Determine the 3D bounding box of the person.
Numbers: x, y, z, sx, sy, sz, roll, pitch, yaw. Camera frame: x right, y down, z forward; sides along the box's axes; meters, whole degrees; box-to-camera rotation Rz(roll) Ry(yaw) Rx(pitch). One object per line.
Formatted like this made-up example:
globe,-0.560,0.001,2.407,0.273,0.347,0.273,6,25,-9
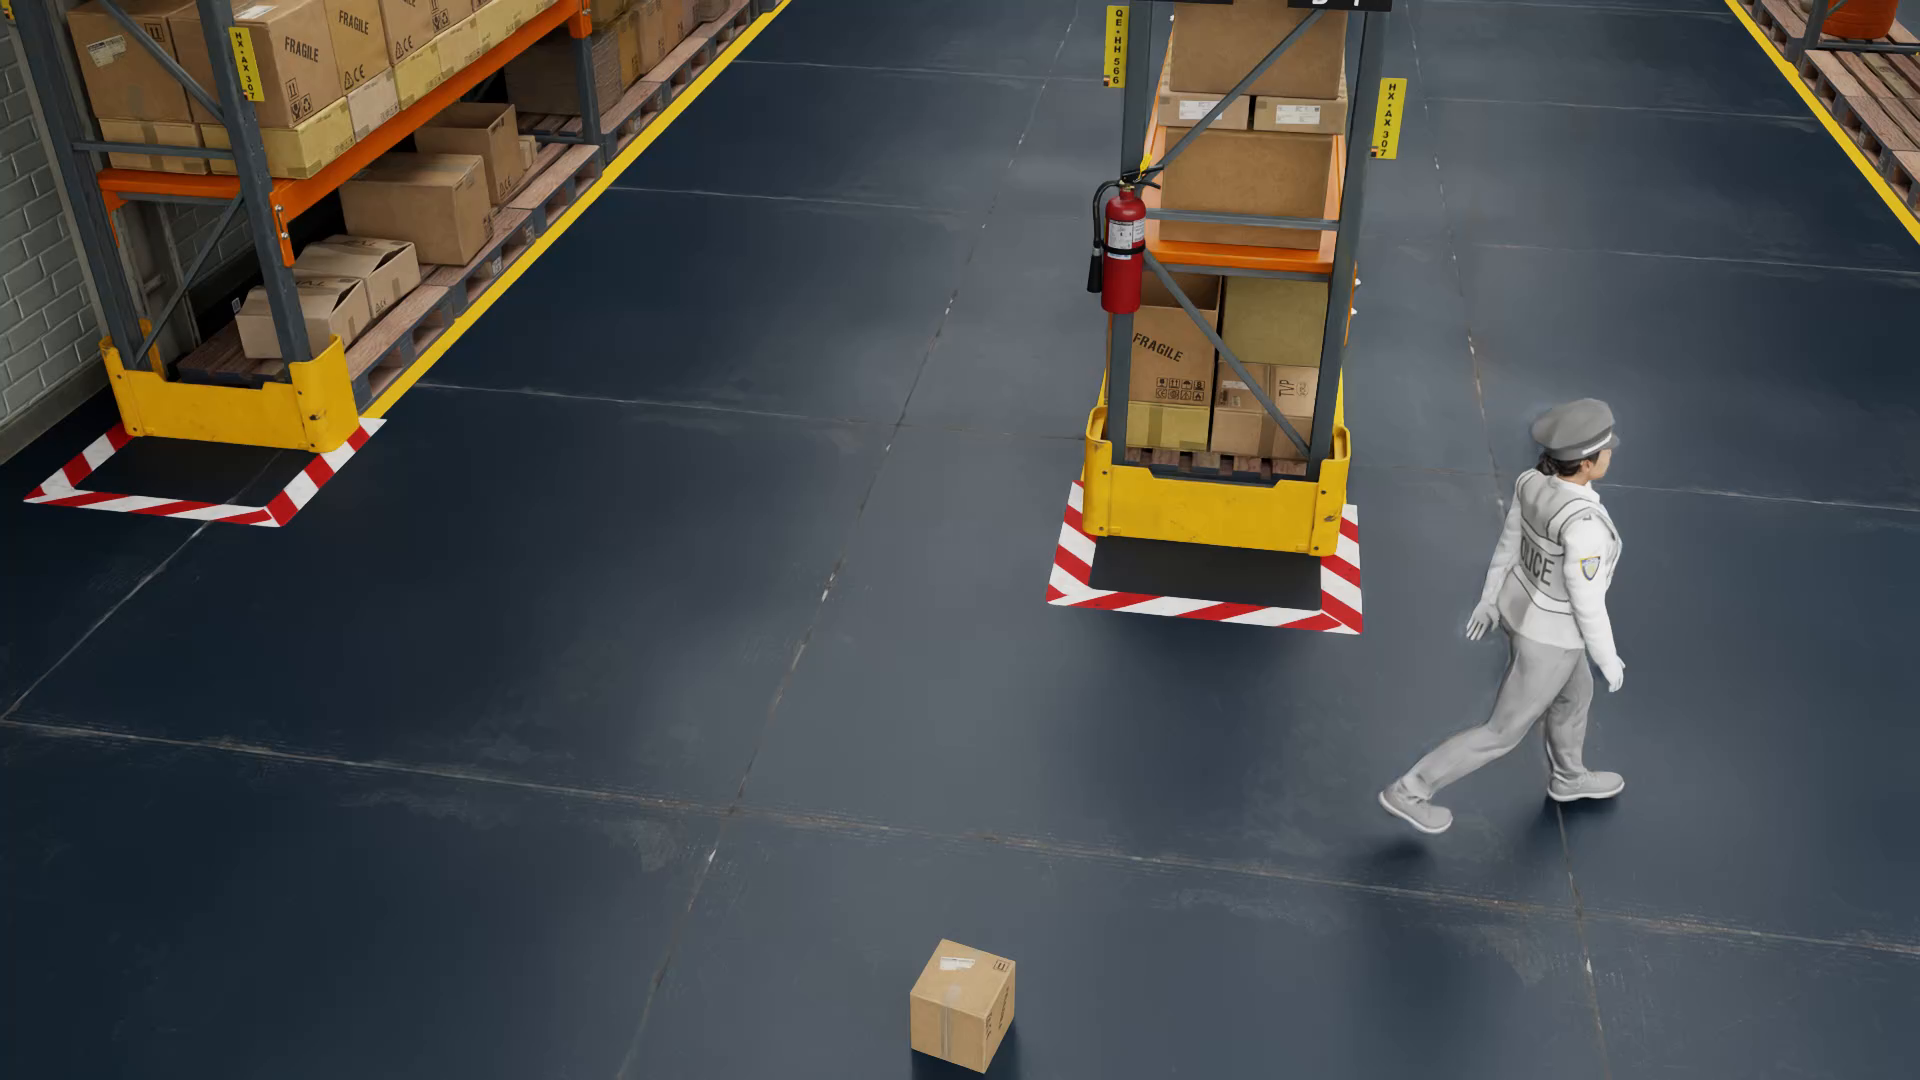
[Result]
person,1.967,0.286,5.658,0.988,1.643,0.507,-2,33,-3
